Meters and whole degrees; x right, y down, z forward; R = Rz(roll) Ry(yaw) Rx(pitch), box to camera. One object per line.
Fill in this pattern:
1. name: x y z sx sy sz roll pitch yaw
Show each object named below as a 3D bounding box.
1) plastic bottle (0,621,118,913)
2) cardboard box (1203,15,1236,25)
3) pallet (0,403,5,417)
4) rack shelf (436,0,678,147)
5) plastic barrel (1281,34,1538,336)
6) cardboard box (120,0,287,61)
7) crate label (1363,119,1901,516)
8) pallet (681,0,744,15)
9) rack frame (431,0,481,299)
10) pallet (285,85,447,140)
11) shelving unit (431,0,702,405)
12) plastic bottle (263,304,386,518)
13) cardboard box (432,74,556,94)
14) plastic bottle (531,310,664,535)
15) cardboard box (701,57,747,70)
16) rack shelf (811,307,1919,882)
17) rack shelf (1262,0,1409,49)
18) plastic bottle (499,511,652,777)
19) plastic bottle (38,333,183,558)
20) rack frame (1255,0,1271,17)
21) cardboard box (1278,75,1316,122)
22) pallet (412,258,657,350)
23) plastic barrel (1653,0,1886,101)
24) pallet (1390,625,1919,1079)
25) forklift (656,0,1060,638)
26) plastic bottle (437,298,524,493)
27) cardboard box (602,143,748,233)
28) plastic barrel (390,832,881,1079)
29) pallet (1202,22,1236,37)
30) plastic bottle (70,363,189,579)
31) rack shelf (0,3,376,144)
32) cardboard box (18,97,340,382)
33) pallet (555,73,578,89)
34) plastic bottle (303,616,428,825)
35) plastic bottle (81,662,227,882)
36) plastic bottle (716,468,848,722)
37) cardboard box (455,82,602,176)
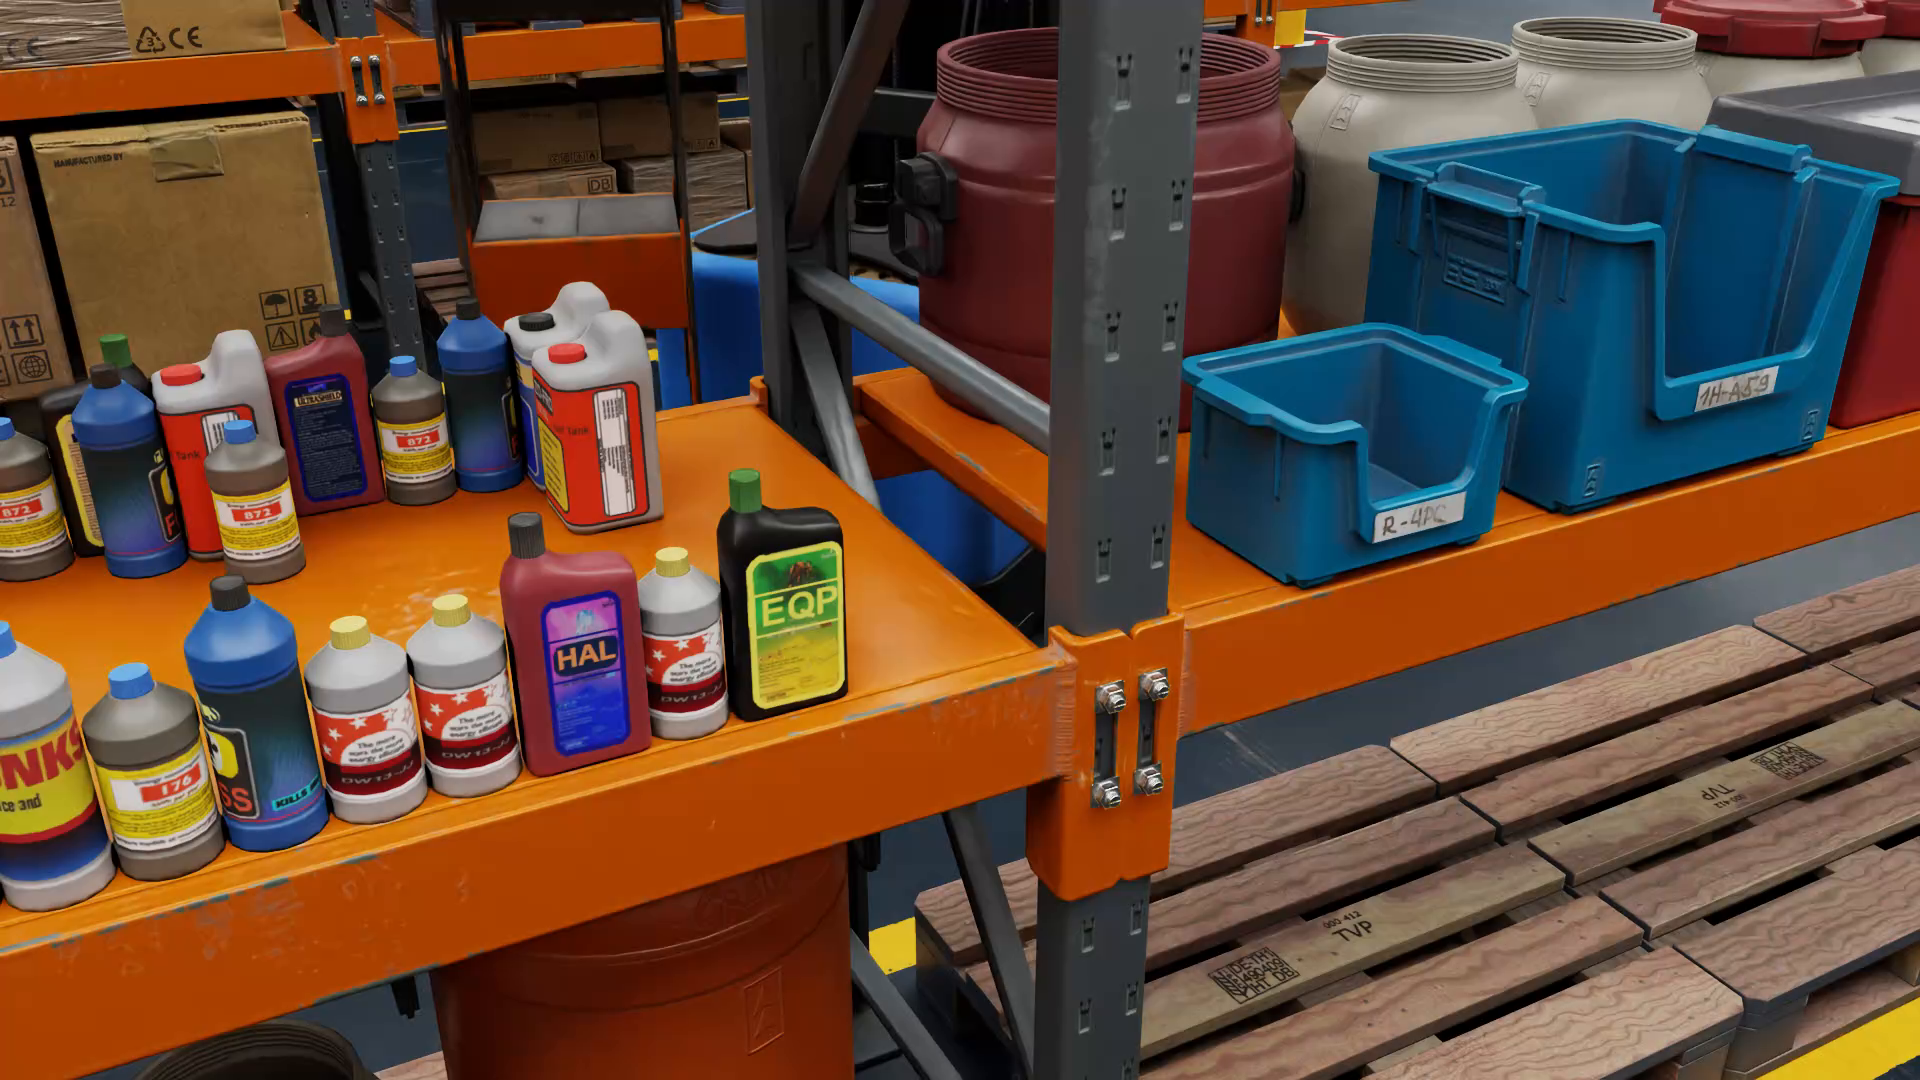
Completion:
1. plastic bottle: -0.851 0.200 1.516 0.097 0.271 0.097 0 26 0
2. cardboard box: 1.879 -4.750 13.647 0.875 0.875 0.875 -13 28 -25
3. pallet: -4.174 -0.502 6.052 1.213 0.211 1.003 -13 29 -25
4. rack shelf: -0.902 -1.194 3.725 0.480 0.518 0.431 -5 26 -10
5. plastic barrel: 0.770 -0.587 2.879 0.421 0.512 0.421 0 26 0
6. cardboard box: -2.686 -1.988 5.808 0.500 0.500 0.500 -12 28 -24
7. crate label: 0.967 -0.361 2.495 0.616 0.435 0.502 -13 29 -25
8. pallet: -0.640 -2.470 7.150 1.213 0.211 1.003 -13 29 -25
9. rack frame: -1.141 -0.555 3.980 0.015 2.100 0.400 -5 26 -10
10. pallet: -3.881 -2.927 11.103 1.213 0.211 1.003 -13 29 -25
11. shelving unit: -0.902 -0.575 4.023 0.503 2.100 0.431 -5 26 -10
12. plastic bottle: -0.882 -0.179 2.292 0.133 0.283 0.061 -13 29 -25
13. cardboard box: -3.263 -3.497 11.181 0.750 0.750 1.050 -13 28 -24
14. plastic bottle: -0.499 -0.167 2.276 0.135 0.276 0.152 -13 29 -25
15. cardboard box: -1.588 -3.881 11.983 0.750 0.750 1.050 -13 29 -25
16. rack shelf: 1.728 -0.329 3.301 4.000 0.370 1.077 -13 29 -25
17. rack shelf: 2.927 -3.035 8.937 4.000 0.370 1.077 -13 29 -25
18. plastic bottle: -0.397 0.099 1.713 0.133 0.283 0.061 -13 29 -25
19. plastic bottle: -1.119 -0.125 2.179 0.133 0.283 0.061 -13 29 -25
20. rack frame: 1.162 -2.952 7.933 0.127 3.000 1.000 -13 29 -25
21. cardboard box: 1.534 -2.081 8.521 0.500 0.500 0.500 -14 29 -27
22. pallet: -1.677 -1.039 7.170 1.213 0.211 1.003 -13 29 -25
23. plastic barrel: 1.516 -0.773 3.238 0.433 0.535 0.433 0 26 0
24. pallet: 1.740 0.621 3.712 1.213 0.211 1.003 -13 29 -25
25. forklift: 0.293 -1.589 5.173 1.130 2.935 3.031 13 28 25
26. plastic bottle: -0.686 -0.210 2.371 0.097 0.271 0.097 0 26 0
27. cardboard box: -1.302 -1.471 7.228 0.500 0.500 0.700 -16 30 -29
28. plastic barrel: -0.460 0.649 2.455 0.708 0.830 0.600 -13 29 -25
29. pallet: 1.778 -4.232 13.821 1.213 0.211 1.003 -13 29 -25
30. plastic bottle: -1.066 -0.093 2.126 0.097 0.271 0.097 0 26 0
31. rack shelf: -4.132 -1.406 5.544 4.000 0.370 1.077 -13 29 -25
32. cardboard box: -2.986 -1.236 6.329 0.875 0.875 1.225 -14 29 -27
33. pallet: -2.806 -3.174 11.617 1.213 0.211 1.003 -13 29 -25
34. plastic bottle: -0.593 0.172 1.655 0.097 0.201 0.097 0 26 0
35. plastic bottle: -0.765 0.212 1.573 0.097 0.201 0.097 0 26 0
36. plastic bottle: -0.193 0.052 1.811 0.133 0.283 0.061 -13 29 -25
37. cardboard box: -1.790 -1.695 6.828 0.500 0.250 0.500 -12 28 -23
